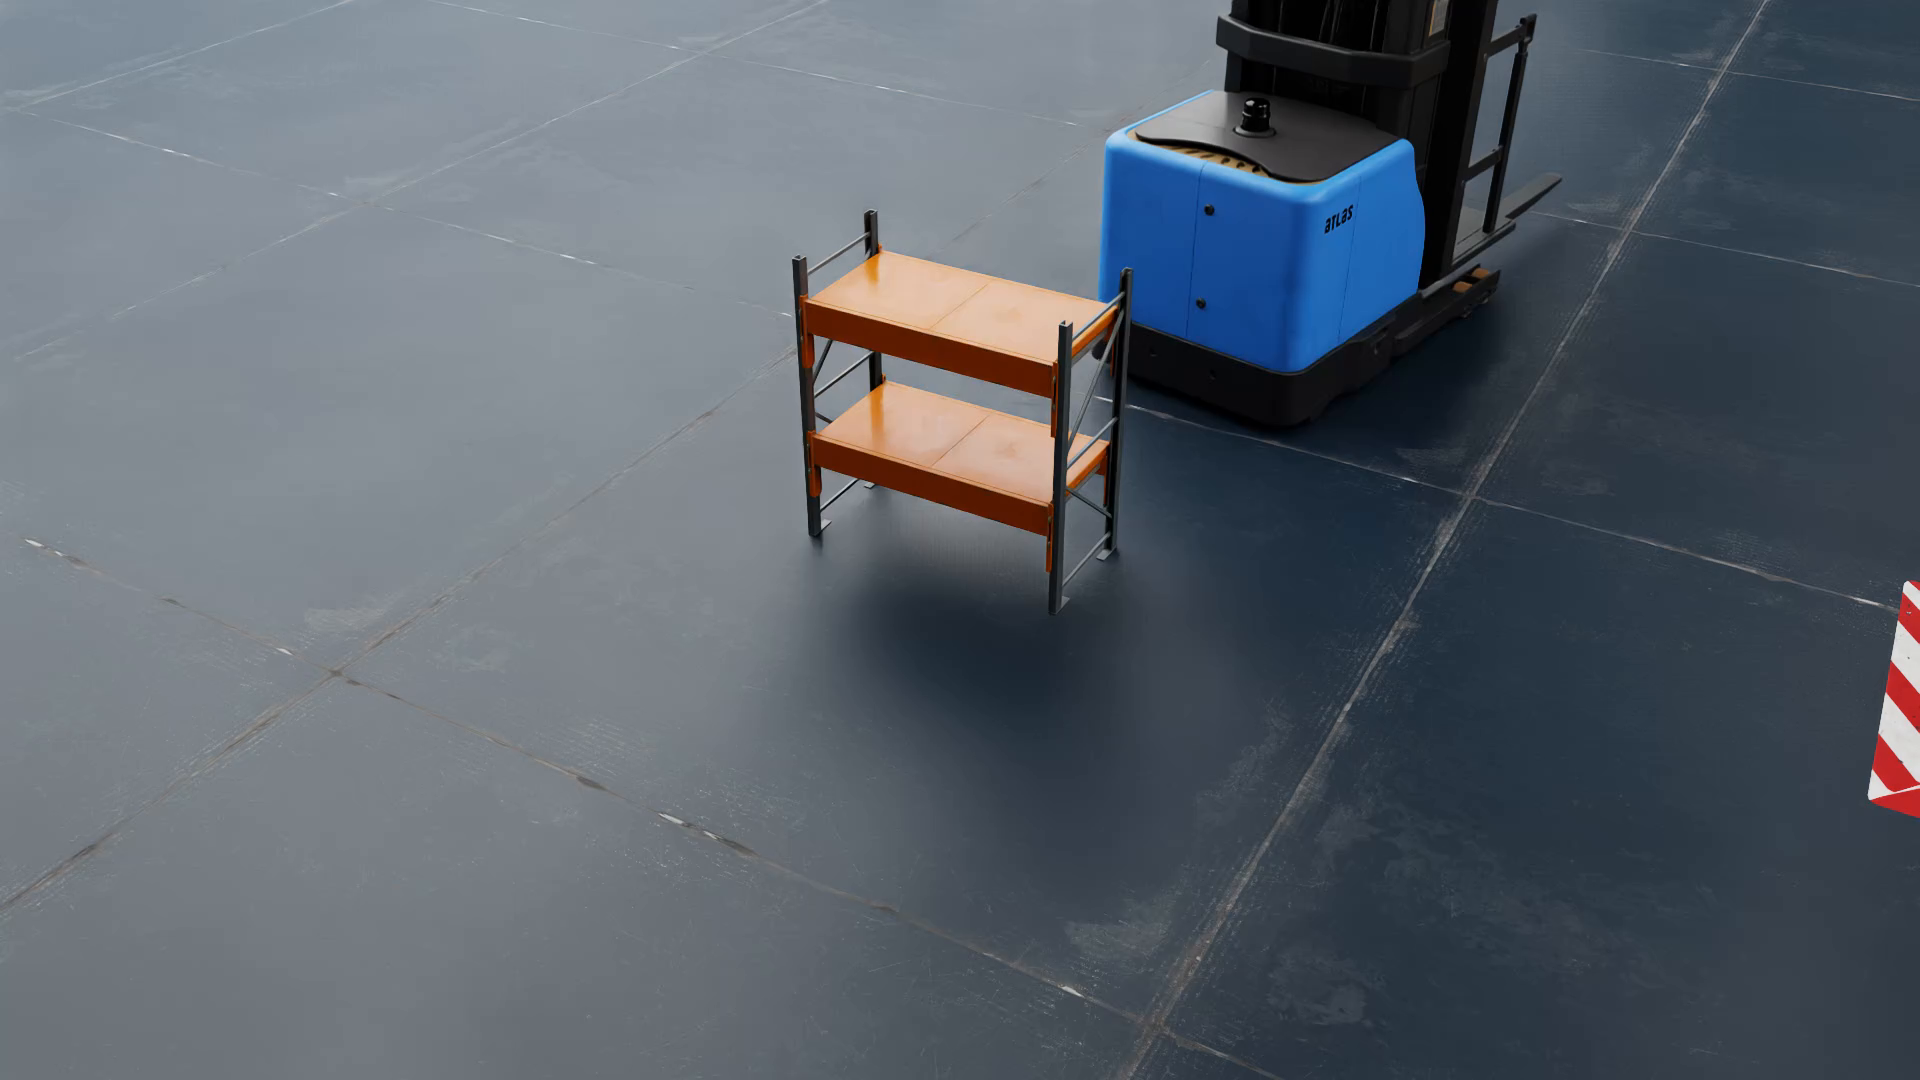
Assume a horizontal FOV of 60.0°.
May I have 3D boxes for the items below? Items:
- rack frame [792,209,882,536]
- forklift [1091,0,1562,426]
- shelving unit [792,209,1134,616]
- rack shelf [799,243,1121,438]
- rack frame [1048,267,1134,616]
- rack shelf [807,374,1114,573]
[{"bbox_3d":[-0.435,-0.606,6.145,0.032,1.125,0.500,18,37,24],"label":"rack frame"},{"bbox_3d":[1.921,-2.428,7.252,1.130,2.935,3.031,25,41,33],"label":"forklift"},{"bbox_3d":[0.006,-0.466,5.935,1.048,1.125,0.538,18,37,24],"label":"shelving unit"},{"bbox_3d":[0.006,-0.710,5.773,1.000,0.278,0.538,18,37,24],"label":"rack shelf"},{"bbox_3d":[0.447,-0.327,5.725,0.032,1.125,0.500,18,37,24],"label":"rack frame"},{"bbox_3d":[0.006,-0.263,6.071,1.000,0.278,0.538,18,37,24],"label":"rack shelf"}]
